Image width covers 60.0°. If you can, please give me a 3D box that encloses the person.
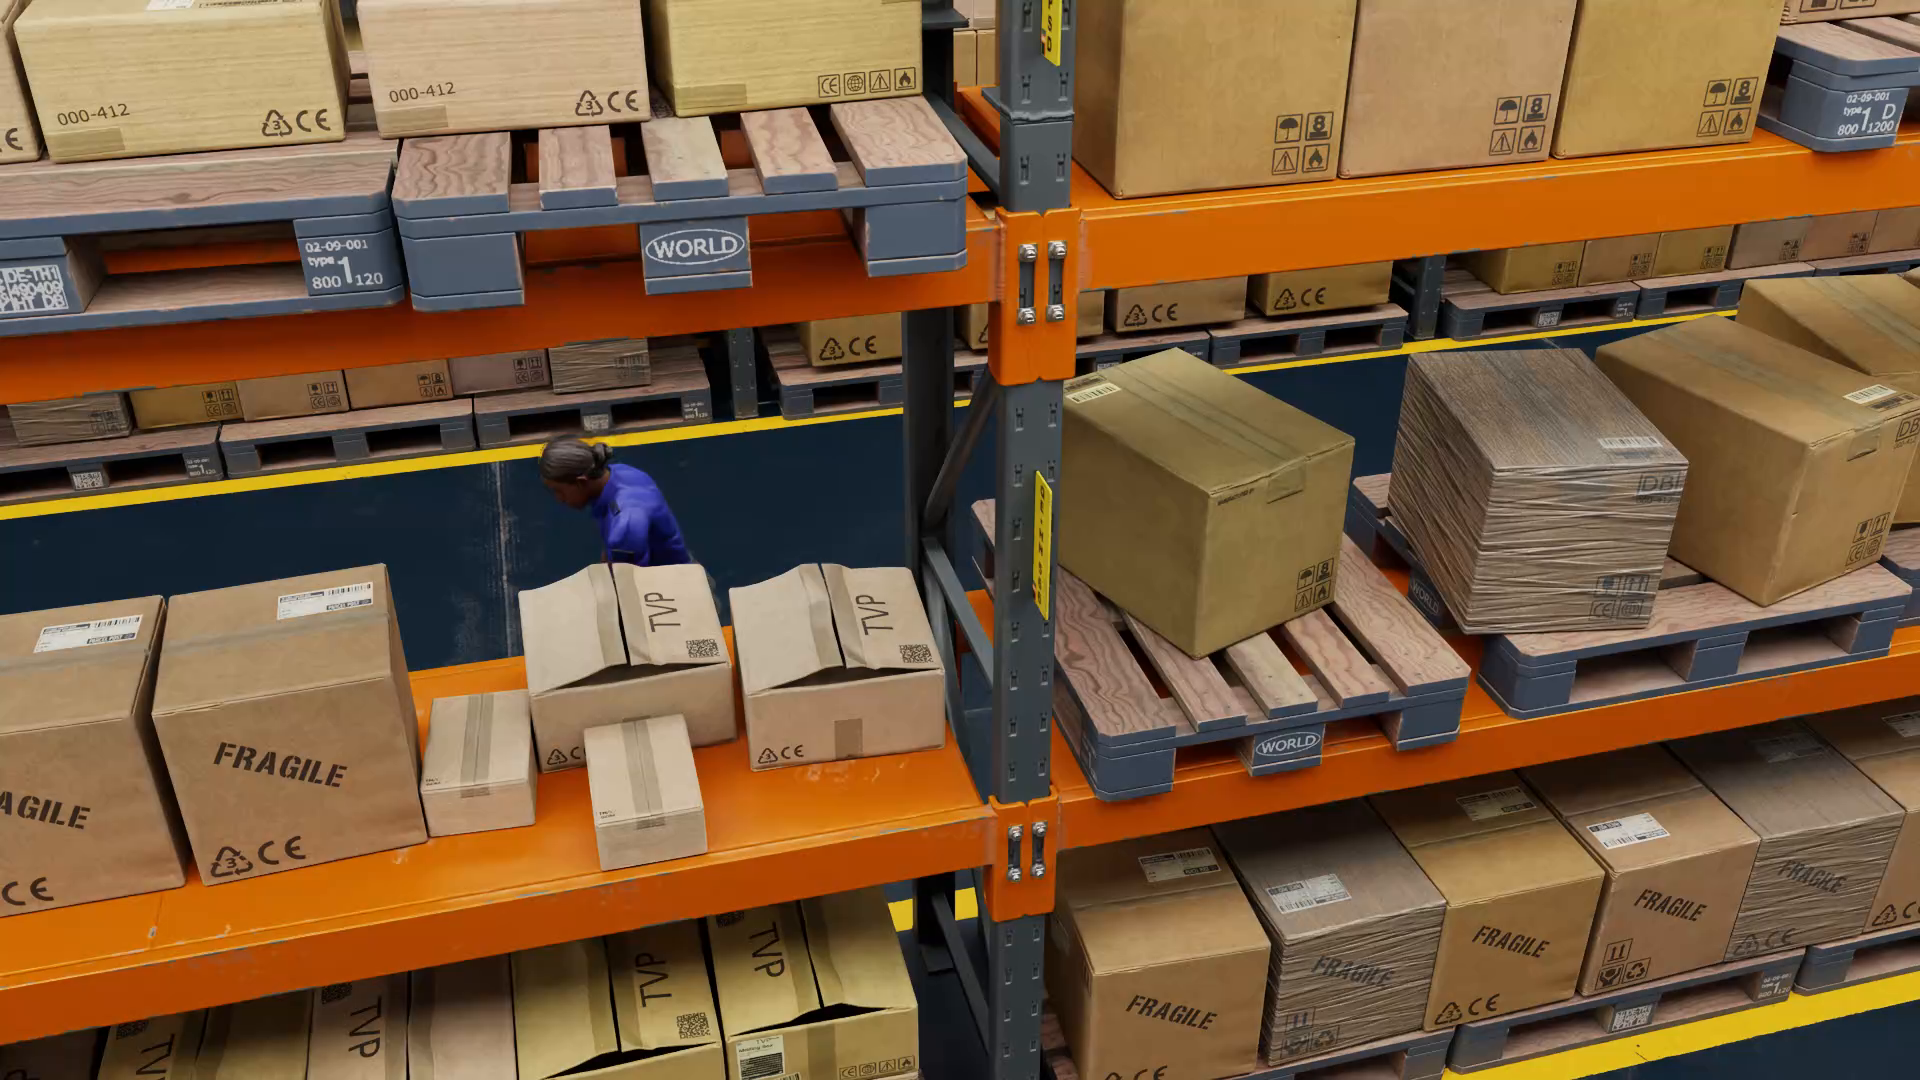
[{"bbox_3d":[-1.118,0.278,5.867,0.556,1.465,0.490,-8,31,-13],"label":"person"}]
